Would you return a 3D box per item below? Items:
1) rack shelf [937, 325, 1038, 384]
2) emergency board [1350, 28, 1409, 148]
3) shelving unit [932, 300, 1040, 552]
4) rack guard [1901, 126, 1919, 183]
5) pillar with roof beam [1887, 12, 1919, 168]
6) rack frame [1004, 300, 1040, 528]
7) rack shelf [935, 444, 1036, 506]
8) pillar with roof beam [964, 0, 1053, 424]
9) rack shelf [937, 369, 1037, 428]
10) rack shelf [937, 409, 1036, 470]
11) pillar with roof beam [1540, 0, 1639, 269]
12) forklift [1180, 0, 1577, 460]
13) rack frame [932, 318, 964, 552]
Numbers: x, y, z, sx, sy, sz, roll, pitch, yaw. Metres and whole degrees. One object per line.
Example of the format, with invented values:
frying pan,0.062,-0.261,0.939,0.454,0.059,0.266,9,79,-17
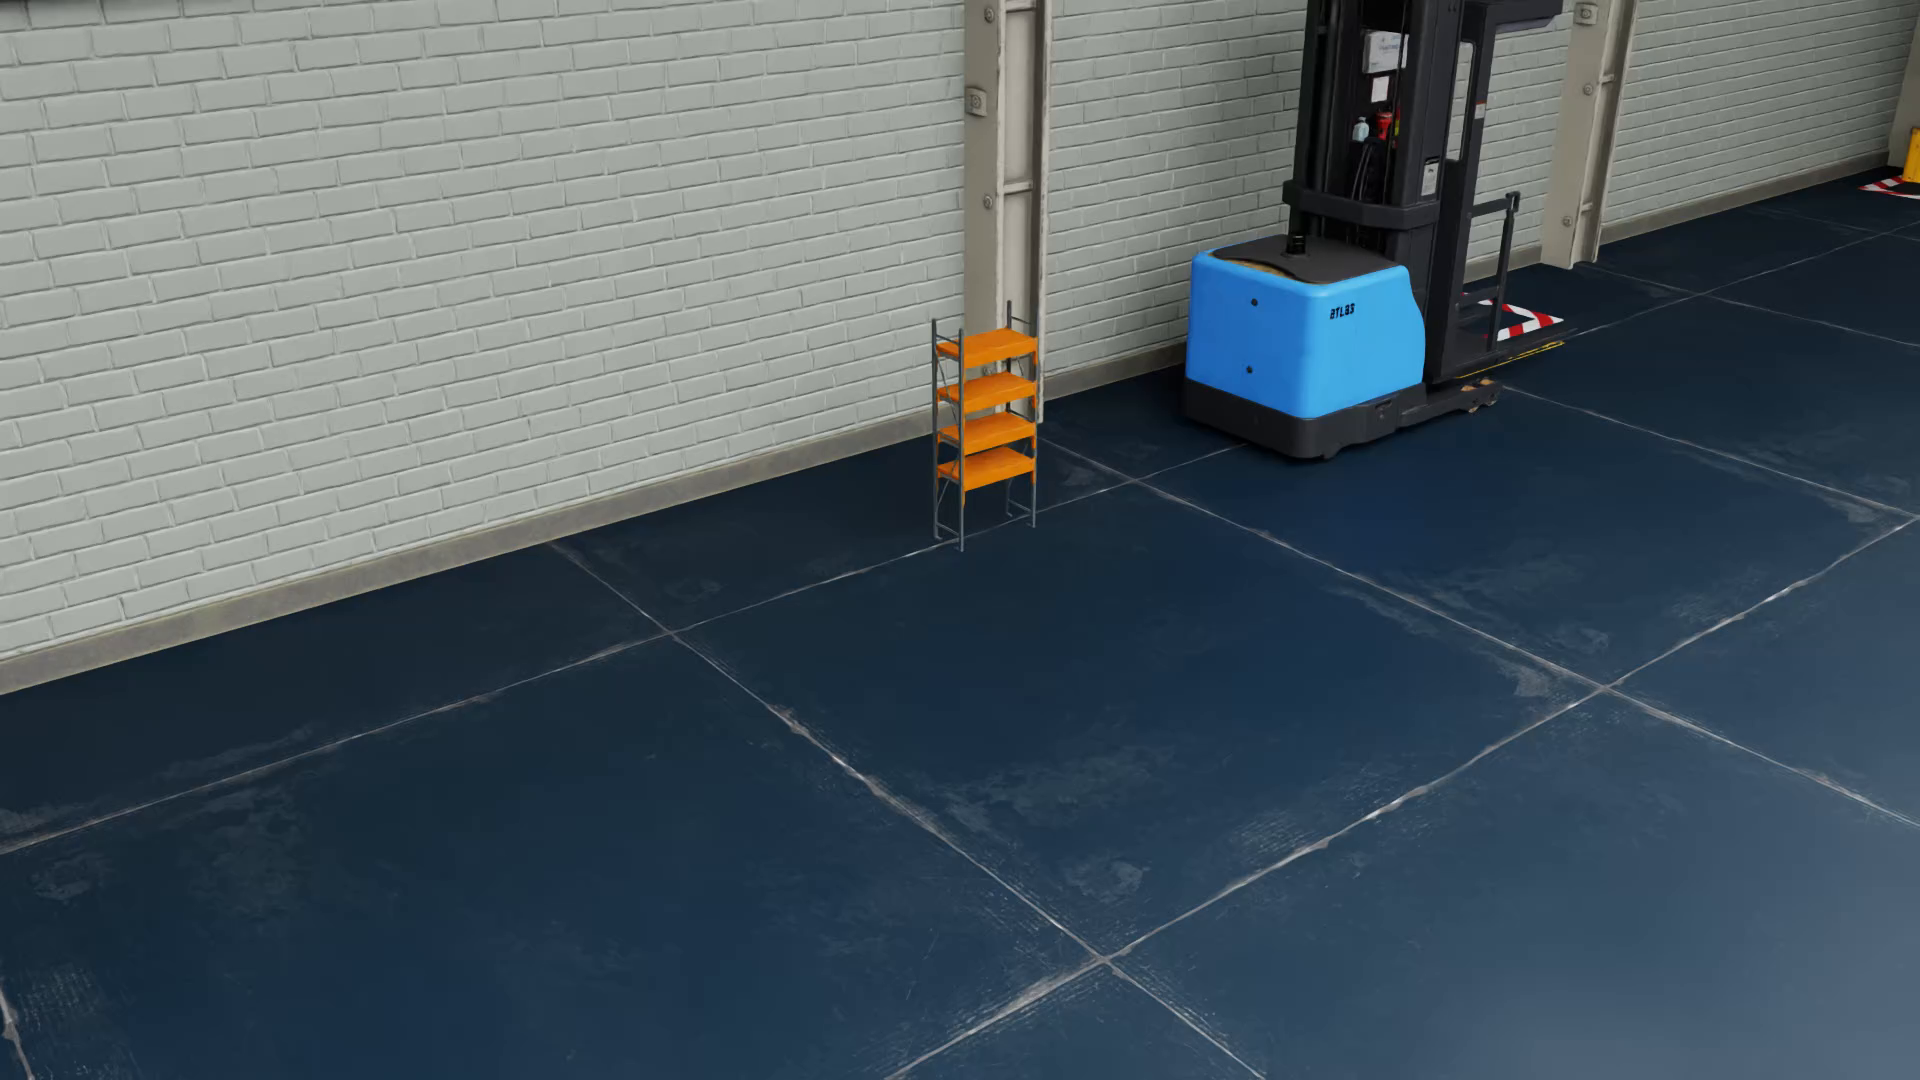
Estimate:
rack shelf,0.130,-0.944,8.425,0.480,0.148,0.258,-18,31,-34
emergency board,3.025,-3.024,11.703,0.643,1.169,0.194,-18,31,-34
shelving unit,0.130,-0.587,8.590,0.503,1.200,0.258,-18,31,-34
rack guard,9.757,-3.630,15.977,0.348,0.500,1.175,-18,31,-34
pillar with roof beam,12.371,-6.507,12.082,0.400,9.000,9.100,-18,31,-34
rack frame,0.322,-0.651,8.727,0.015,1.200,0.240,-18,31,-34
rack shelf,0.130,-0.346,8.702,0.480,0.148,0.258,-18,31,-34
pillar with roof beam,2.928,-3.390,5.365,0.400,9.000,9.100,-18,31,-34
rack shelf,0.130,-0.729,8.524,0.480,0.148,0.258,-18,31,-34
rack shelf,0.130,-0.526,8.618,0.480,0.148,0.258,-18,31,-34
pillar with roof beam,7.649,-4.949,8.724,0.400,9.000,9.100,-18,31,-34
forklift,2.827,-2.288,10.199,3.031,2.935,1.130,-19,31,-35
rack frame,-0.062,-0.524,8.453,0.015,1.200,0.240,-18,31,-34
